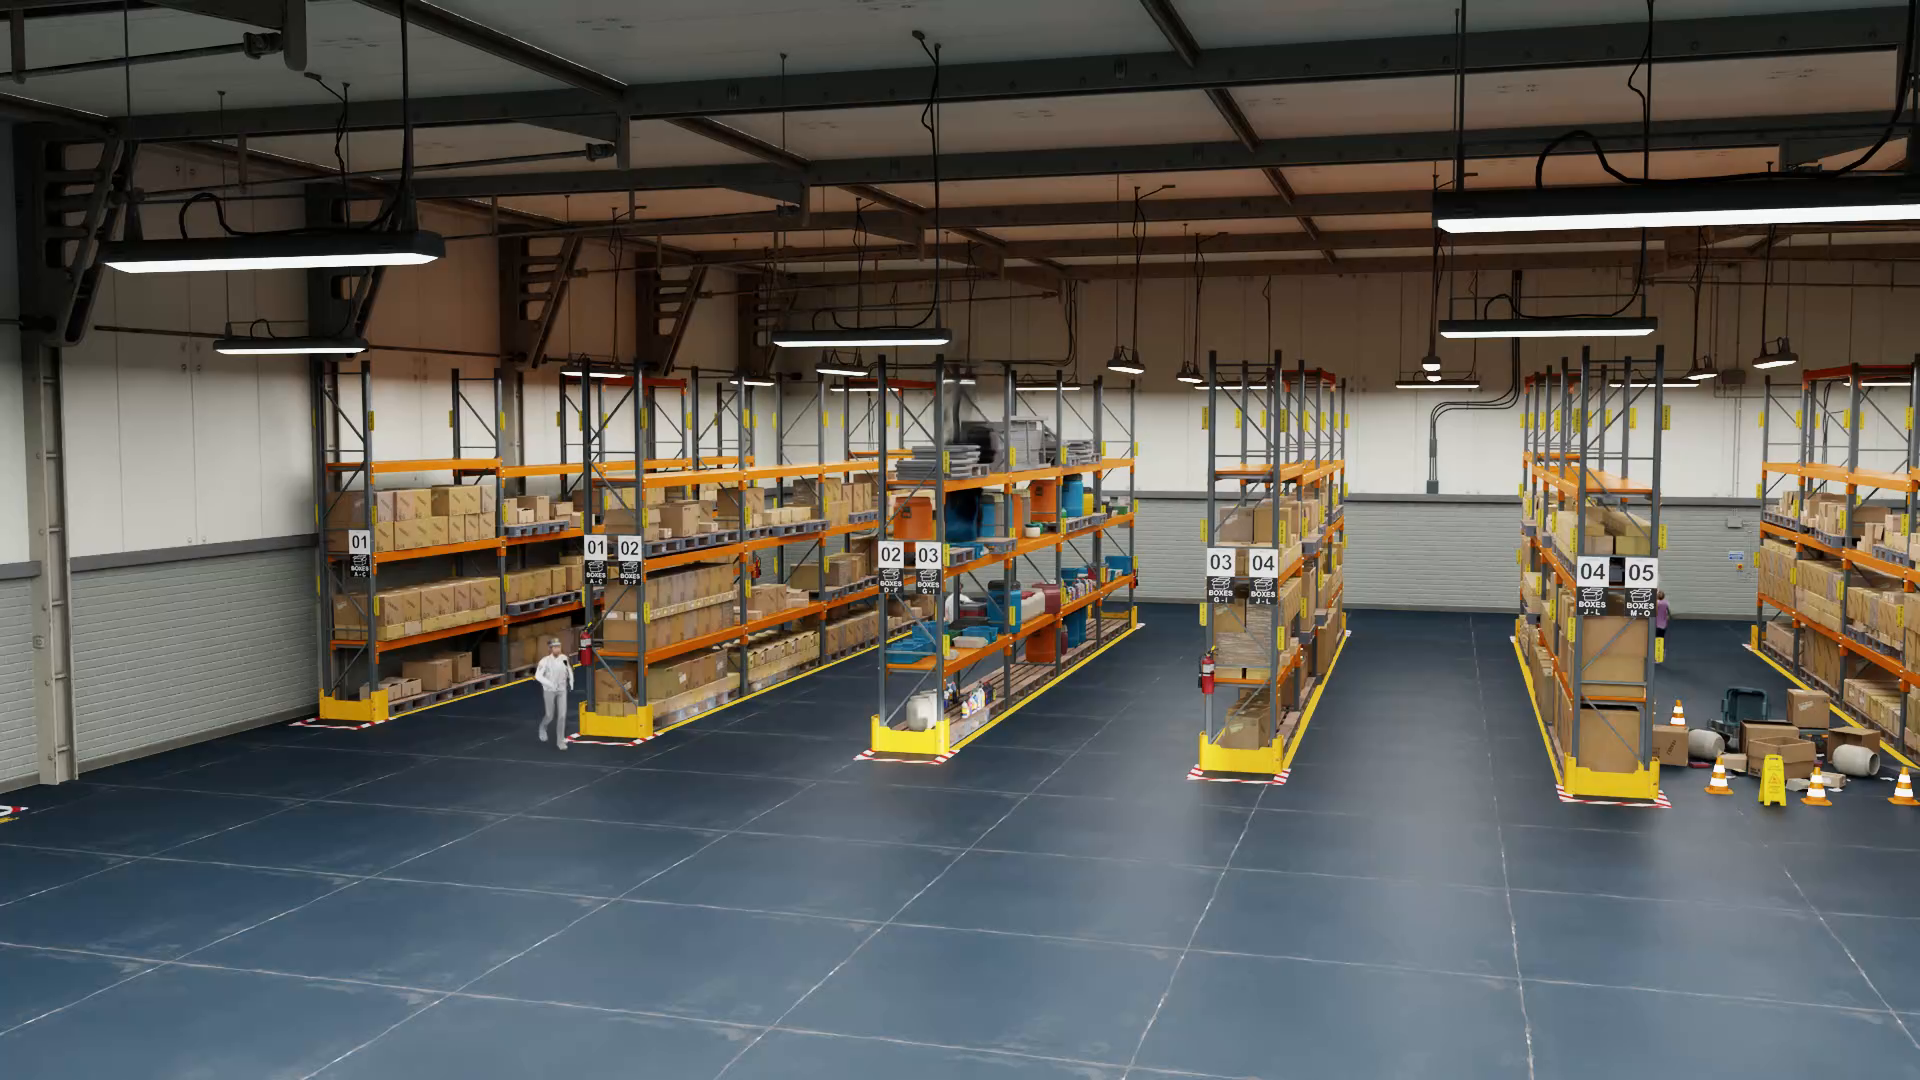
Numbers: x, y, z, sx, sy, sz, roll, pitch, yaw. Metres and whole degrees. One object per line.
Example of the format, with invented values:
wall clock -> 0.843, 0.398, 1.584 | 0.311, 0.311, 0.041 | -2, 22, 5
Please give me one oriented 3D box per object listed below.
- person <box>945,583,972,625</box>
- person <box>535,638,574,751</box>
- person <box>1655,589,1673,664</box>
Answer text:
person -> -0.007, 1.718, 33.920 | 0.662, 1.763, 0.685 | 2, 4, 24
person -> -6.223, 2.340, 25.568 | 0.641, 1.706, 0.775 | -3, 5, -35
person -> 14.376, 1.793, 34.211 | 0.541, 1.560, 0.549 | 0, 4, 2
